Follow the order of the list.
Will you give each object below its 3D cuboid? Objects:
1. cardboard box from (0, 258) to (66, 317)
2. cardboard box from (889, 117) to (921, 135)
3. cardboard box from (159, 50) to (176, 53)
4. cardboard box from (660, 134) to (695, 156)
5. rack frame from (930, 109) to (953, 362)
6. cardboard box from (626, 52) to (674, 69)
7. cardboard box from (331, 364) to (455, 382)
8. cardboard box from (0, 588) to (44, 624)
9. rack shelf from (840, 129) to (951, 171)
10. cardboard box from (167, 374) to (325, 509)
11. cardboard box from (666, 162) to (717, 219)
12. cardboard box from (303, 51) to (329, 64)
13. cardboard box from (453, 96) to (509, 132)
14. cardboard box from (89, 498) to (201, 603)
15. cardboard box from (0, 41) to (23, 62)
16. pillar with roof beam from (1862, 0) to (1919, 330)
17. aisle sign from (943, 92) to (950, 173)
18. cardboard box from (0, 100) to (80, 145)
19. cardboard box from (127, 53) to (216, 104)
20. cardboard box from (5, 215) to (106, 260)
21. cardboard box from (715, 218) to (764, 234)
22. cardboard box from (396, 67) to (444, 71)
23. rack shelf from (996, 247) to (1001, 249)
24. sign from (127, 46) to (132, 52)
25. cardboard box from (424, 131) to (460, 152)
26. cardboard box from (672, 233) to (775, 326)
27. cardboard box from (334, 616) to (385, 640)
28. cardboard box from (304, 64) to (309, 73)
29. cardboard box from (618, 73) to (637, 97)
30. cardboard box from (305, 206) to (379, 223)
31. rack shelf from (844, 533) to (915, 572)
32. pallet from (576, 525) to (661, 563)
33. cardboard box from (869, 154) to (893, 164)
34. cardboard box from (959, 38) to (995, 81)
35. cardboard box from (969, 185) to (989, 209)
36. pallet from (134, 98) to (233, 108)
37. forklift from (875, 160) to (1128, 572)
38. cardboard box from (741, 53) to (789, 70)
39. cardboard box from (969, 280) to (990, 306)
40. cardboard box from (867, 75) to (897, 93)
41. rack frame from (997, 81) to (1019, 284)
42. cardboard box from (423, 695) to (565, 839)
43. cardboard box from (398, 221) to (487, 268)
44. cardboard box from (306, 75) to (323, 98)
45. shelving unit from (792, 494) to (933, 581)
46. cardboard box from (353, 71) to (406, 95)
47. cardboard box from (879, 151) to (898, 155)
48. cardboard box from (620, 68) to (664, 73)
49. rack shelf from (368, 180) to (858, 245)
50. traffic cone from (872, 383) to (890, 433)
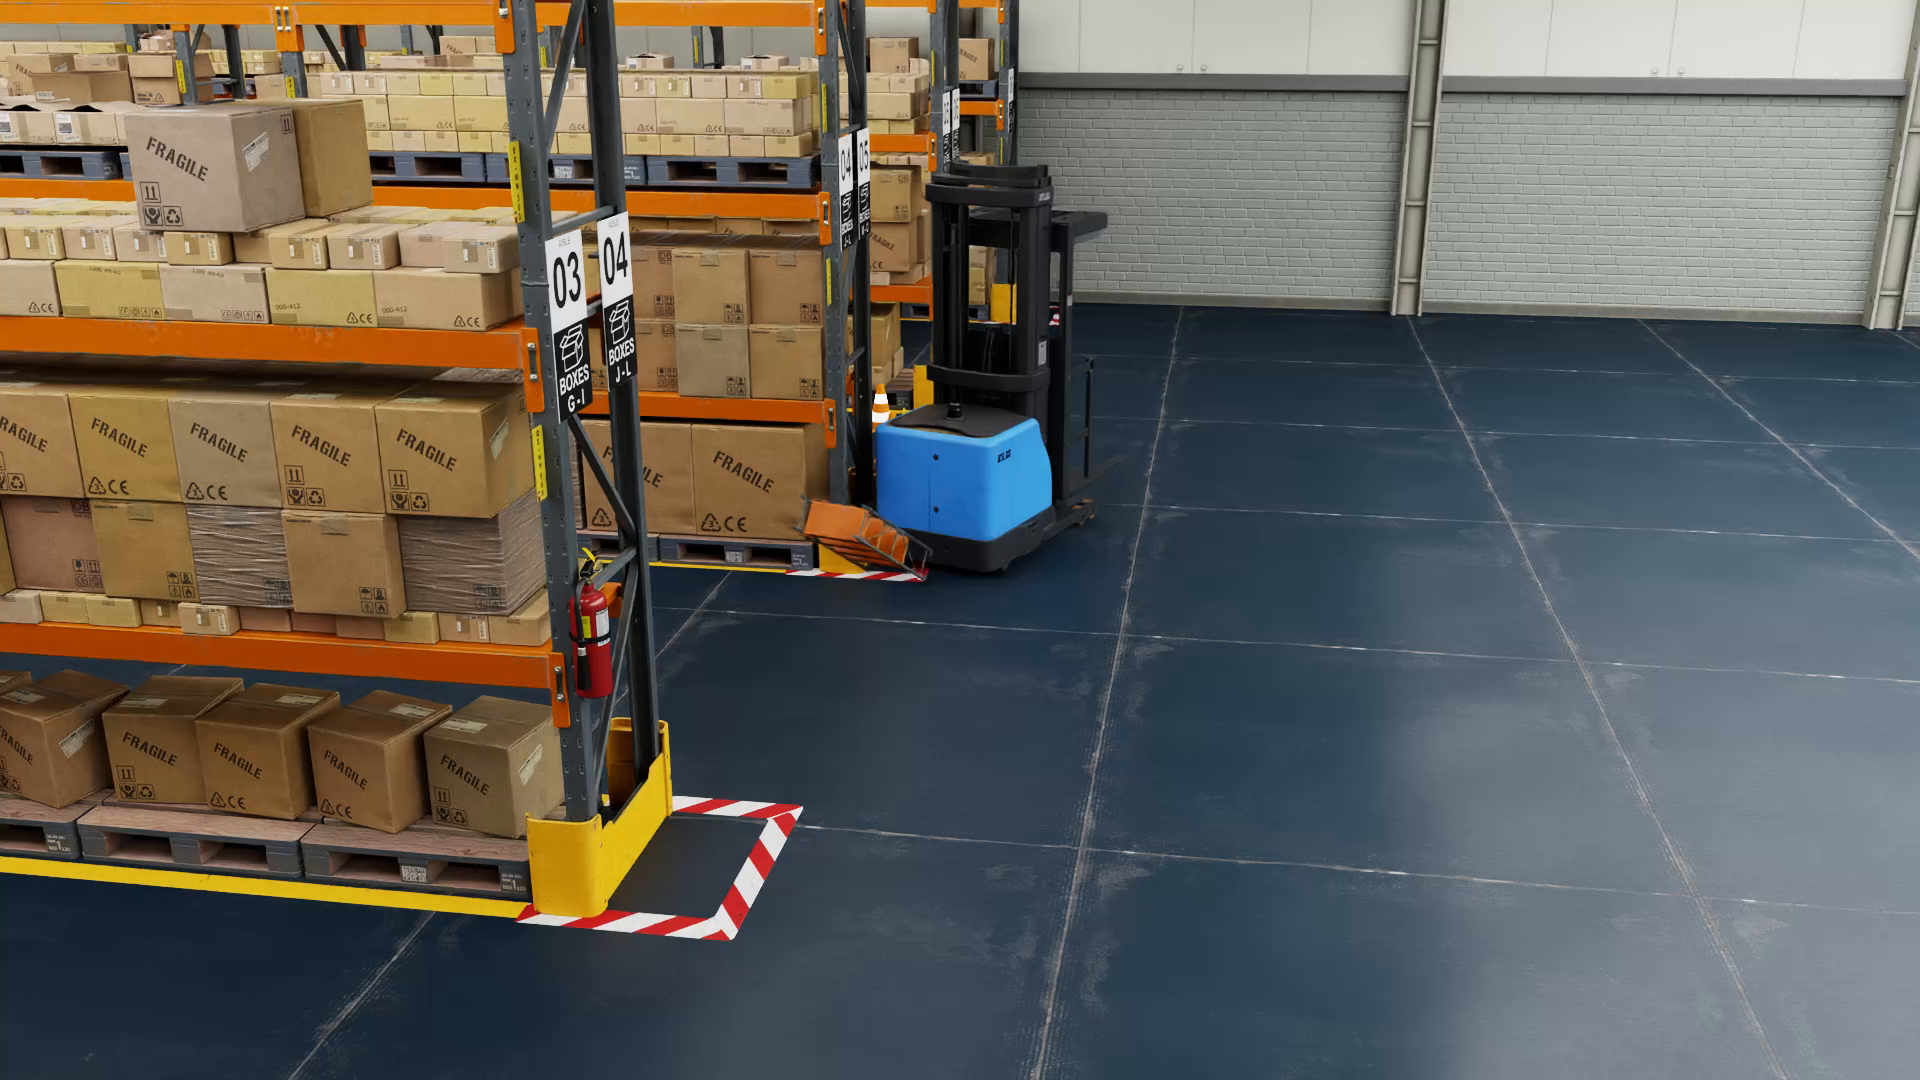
[{"bbox_3d":[-4.258,-1.203,7.681,0.500,0.250,0.500,2,19,6],"label":"cardboard box"},{"bbox_3d":[-0.549,-4.145,16.633,0.250,0.149,0.380,3,19,9],"label":"cardboard box"},{"bbox_3d":[-10.717,-6.618,22.735,0.250,0.149,0.380,3,19,10],"label":"cardboard box"},{"bbox_3d":[-1.971,-2.855,11.956,0.250,0.149,0.380,3,19,9],"label":"cardboard box"},{"bbox_3d":[-0.152,-2.911,17.277,0.127,3.000,1.000,3,19,9],"label":"rack frame"},{"bbox_3d":[-4.071,-6.255,21.863,0.500,0.311,0.500,2,19,7],"label":"cardboard box"},{"bbox_3d":[-2.716,-0.610,8.196,0.500,0.500,0.500,3,19,9],"label":"cardboard box"},{"bbox_3d":[-4.524,0.272,8.159,0.250,0.149,0.380,3,19,9],"label":"cardboard box"},{"bbox_3d":[-2.127,-4.093,17.216,4.000,0.370,1.077,3,19,9],"label":"rack shelf"},{"bbox_3d":[-3.294,-0.469,7.775,0.500,0.500,0.500,3,19,9],"label":"cardboard box"},{"bbox_3d":[-2.709,-3.619,17.190,0.500,0.500,0.700,3,19,7],"label":"cardboard box"},{"bbox_3d":[-8.685,-6.529,22.500,0.250,0.149,0.380,3,19,7],"label":"cardboard box"},{"bbox_3d":[-3.352,-3.133,12.161,0.500,0.250,0.500,3,19,8],"label":"cardboard box"},{"bbox_3d":[-3.754,-0.087,8.208,0.500,0.500,0.875,3,19,9],"label":"cardboard box"},{"bbox_3d":[-13.266,-6.825,23.227,0.500,0.250,0.500,3,19,10],"label":"cardboard box"},{"bbox_3d":[11.252,-5.676,16.086,0.400,9.000,9.100,3,19,9],"label":"pillar with roof beam"},{"bbox_3d":[-0.137,-4.050,16.584,0.004,0.787,0.394,3,19,9],"label":"aisle sign"},{"bbox_3d":[-7.055,-3.229,12.819,0.500,0.311,0.500,3,19,8],"label":"cardboard box"},{"bbox_3d":[-8.447,-4.956,17.837,0.637,0.503,0.797,2,19,5],"label":"cardboard box"},{"bbox_3d":[-4.108,-1.382,7.586,0.250,0.149,0.380,3,19,8],"label":"cardboard box"},{"bbox_3d":[-2.216,-3.125,17.290,0.500,0.500,0.500,3,19,9],"label":"cardboard box"},{"bbox_3d":[-4.126,-3.554,12.789,0.250,0.149,0.380,3,19,8],"label":"cardboard box"},{"bbox_3d":[-1.343,-4.226,22.340,4.000,0.370,1.077,3,19,9],"label":"rack shelf"},{"bbox_3d":[-11.295,-6.568,22.663,0.005,0.325,0.100,3,19,9],"label":"sign"},{"bbox_3d":[-3.732,-2.944,12.223,0.250,0.149,0.380,3,19,8],"label":"cardboard box"},{"bbox_3d":[-1.755,-1.968,12.520,0.550,0.550,0.875,3,19,9],"label":"cardboard box"},{"bbox_3d":[-2.784,0.336,7.967,0.250,0.149,0.380,3,19,9],"label":"cardboard box"},{"bbox_3d":[-8.922,-6.425,22.659,0.250,0.149,0.380,3,19,10],"label":"cardboard box"},{"bbox_3d":[-2.479,-3.258,11.906,0.250,0.149,0.380,3,19,8],"label":"cardboard box"},{"bbox_3d":[-2.966,-1.500,7.941,0.250,0.149,0.380,3,19,9],"label":"cardboard box"},{"bbox_3d":[-0.580,0.063,12.167,0.480,0.258,0.148,9,-12,25],"label":"rack shelf"},{"bbox_3d":[-2.841,-0.111,13.302,1.213,0.211,1.003,3,19,9],"label":"pallet"},{"bbox_3d":[-1.032,-4.948,21.714,0.250,0.149,0.380,3,19,10],"label":"cardboard box"},{"bbox_3d":[0.156,-6.129,21.189,0.500,0.500,0.500,4,19,10],"label":"cardboard box"},{"bbox_3d":[0.104,-4.457,21.737,0.500,0.500,0.500,3,19,7],"label":"cardboard box"},{"bbox_3d":[-8.695,-4.663,18.082,1.003,0.211,1.213,4,19,11],"label":"pallet"},{"bbox_3d":[0.492,-1.572,13.384,1.130,2.935,3.031,10,21,27],"label":"forklift"},{"bbox_3d":[-2.535,-6.177,21.629,0.500,0.311,0.500,3,19,10],"label":"cardboard box"},{"bbox_3d":[0.117,-3.287,22.070,0.500,0.250,0.500,3,19,9],"label":"cardboard box"},{"bbox_3d":[-0.782,-4.542,16.564,0.250,0.149,0.380,3,19,10],"label":"cardboard box"},{"bbox_3d":[0.631,-4.467,21.925,0.127,3.000,1.000,3,19,9],"label":"rack frame"},{"bbox_3d":[-2.338,1.143,8.438,0.500,0.500,0.500,7,20,19],"label":"cardboard box"},{"bbox_3d":[-2.286,-1.313,7.381,0.250,0.149,0.380,2,19,7],"label":"cardboard box"},{"bbox_3d":[-6.540,-4.718,17.785,0.637,0.503,0.797,3,19,9],"label":"cardboard box"},{"bbox_3d":[-0.682,-0.008,11.932,0.503,0.258,1.200,9,-12,25],"label":"shelving unit"},{"bbox_3d":[-4.229,-3.348,12.173,0.250,0.149,0.380,3,19,8],"label":"cardboard box"},{"bbox_3d":[-0.932,-5.146,22.306,0.250,0.149,0.380,2,19,7],"label":"cardboard box"},{"bbox_3d":[-2.372,-3.464,12.522,0.250,0.149,0.380,3,19,8],"label":"cardboard box"},{"bbox_3d":[-2.812,-2.538,12.566,4.000,0.370,1.077,3,19,9],"label":"rack shelf"},{"bbox_3d":[-0.781,-1.326,16.536,0.334,0.463,0.336,3,19,9],"label":"traffic cone"}]
